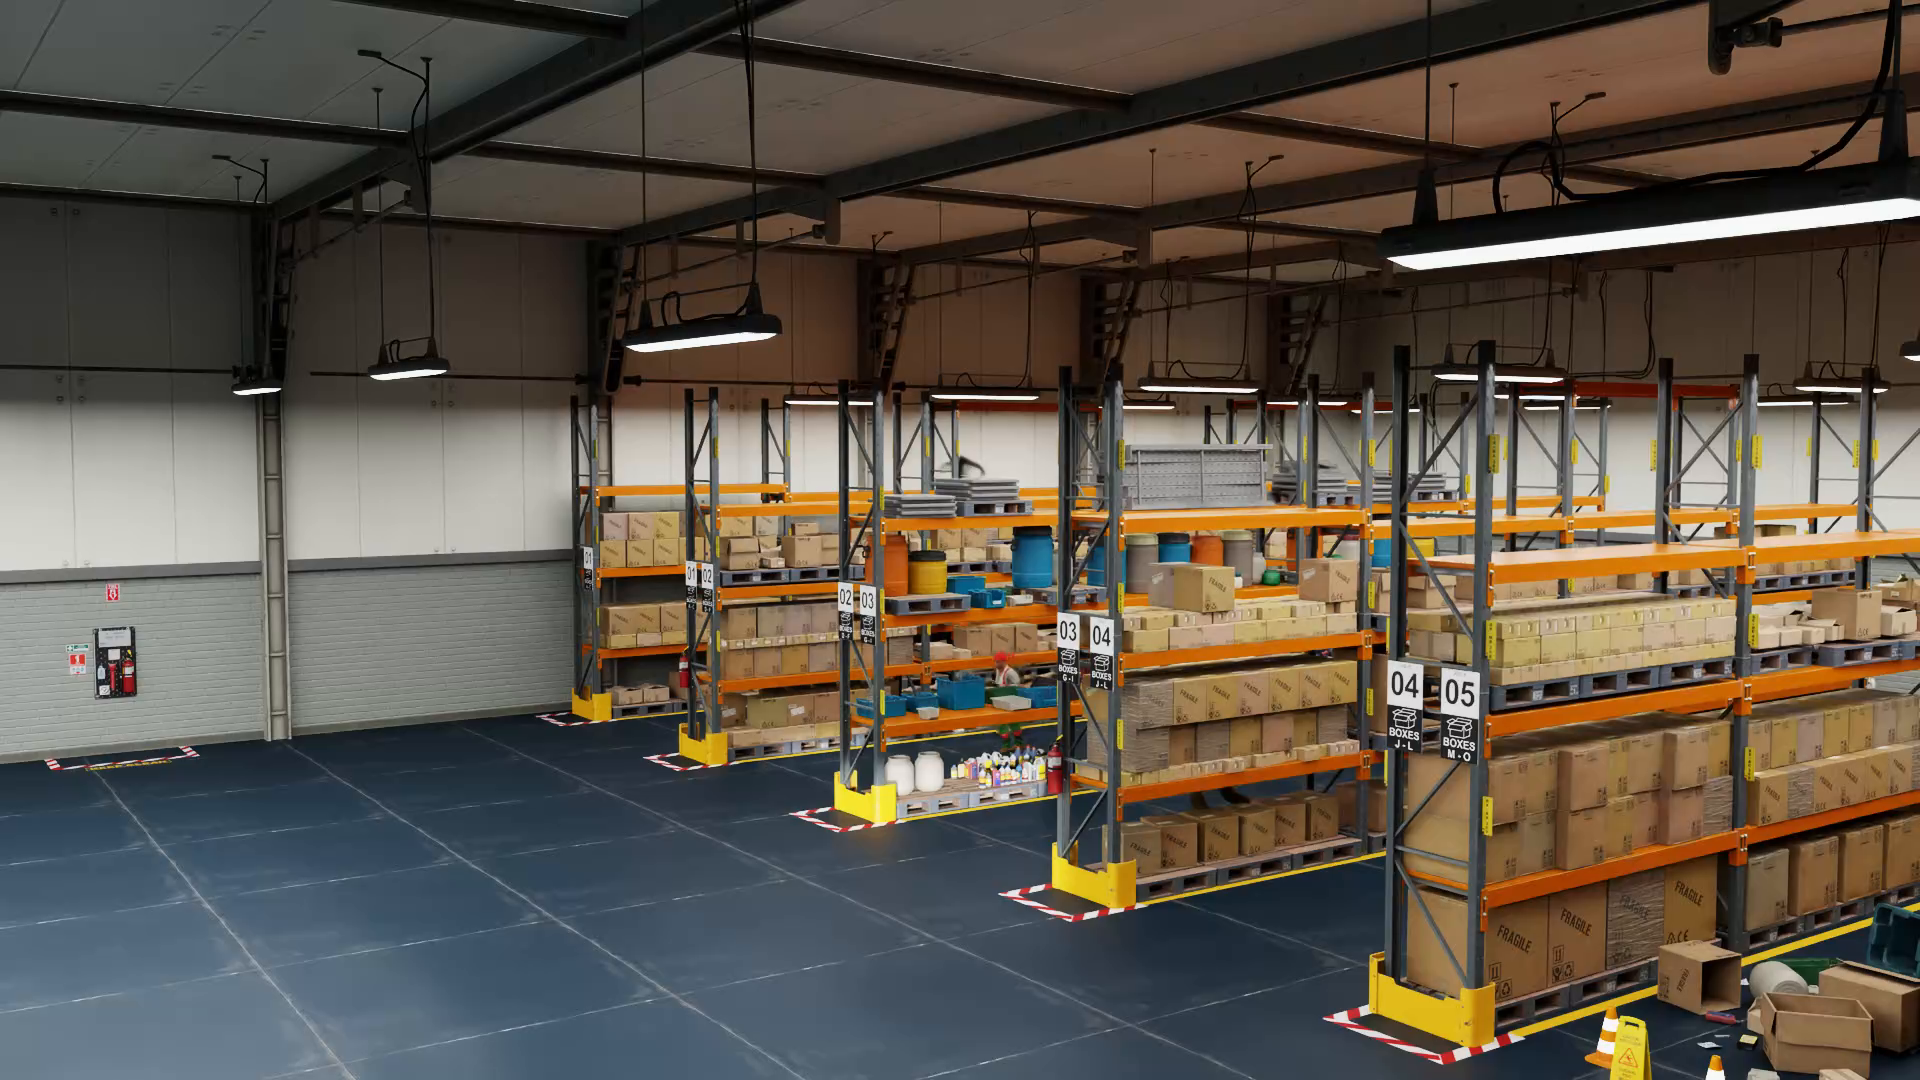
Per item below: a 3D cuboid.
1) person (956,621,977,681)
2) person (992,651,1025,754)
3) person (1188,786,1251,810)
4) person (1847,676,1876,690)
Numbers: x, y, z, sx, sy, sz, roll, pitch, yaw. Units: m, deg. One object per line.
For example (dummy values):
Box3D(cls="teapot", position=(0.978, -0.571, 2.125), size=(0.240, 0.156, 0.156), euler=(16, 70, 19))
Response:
Box3D(cls="person", position=(0.191, 2.345, 32.732), size=(0.573, 1.712, 0.771), euler=(-1, 4, -21))
Box3D(cls="person", position=(0.813, 2.670, 27.418), size=(0.694, 1.705, 0.652), euler=(-1, 4, -22))
Box3D(cls="person", position=(3.485, 3.030, 22.008), size=(1.119, 1.624, 0.704), euler=(-1, 4, -20))
Box3D(cls="person", position=(16.003, 2.499, 29.767), size=(0.671, 1.737, 0.587), euler=(1, 4, 15))
